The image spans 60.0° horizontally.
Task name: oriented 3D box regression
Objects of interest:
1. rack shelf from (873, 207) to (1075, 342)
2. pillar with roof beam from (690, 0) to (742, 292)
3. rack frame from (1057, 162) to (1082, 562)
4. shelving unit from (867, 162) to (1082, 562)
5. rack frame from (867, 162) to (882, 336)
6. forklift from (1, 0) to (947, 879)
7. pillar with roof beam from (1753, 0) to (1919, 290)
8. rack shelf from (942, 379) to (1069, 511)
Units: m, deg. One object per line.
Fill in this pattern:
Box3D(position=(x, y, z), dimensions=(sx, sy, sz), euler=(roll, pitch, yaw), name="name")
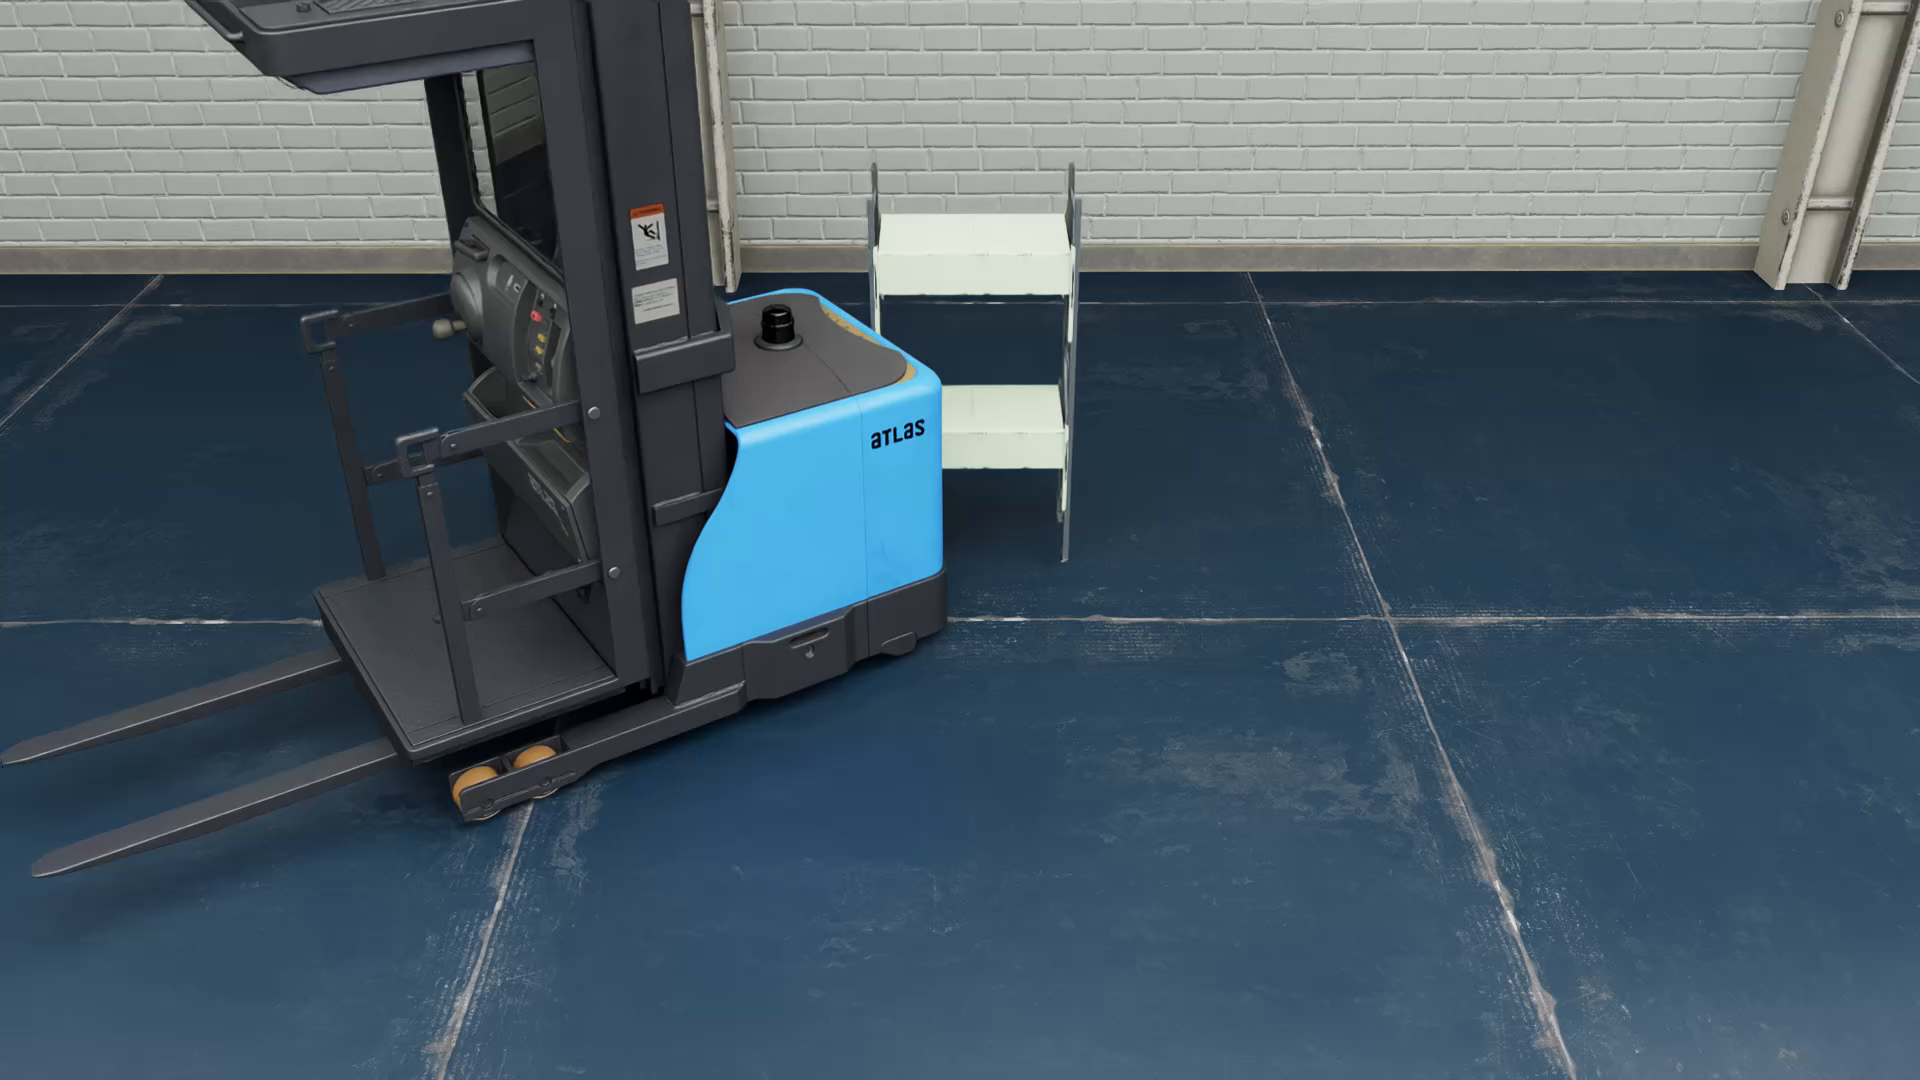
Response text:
Box3D(position=(0.050, -0.990, 6.183), dimensions=(0.720, 0.370, 0.431), euler=(0, 31, 0), name="rack shelf")
Box3D(position=(-1.379, -3.028, 3.066), dimensions=(0.400, 9.000, 9.100), euler=(0, 31, 0), name="pillar with roof beam")
Box3D(position=(0.416, -0.657, 6.388), dimensions=(0.023, 1.500, 0.400), euler=(0, 31, 0), name="rack frame")
Box3D(position=(0.050, -0.656, 6.386), dimensions=(0.755, 1.500, 0.431), euler=(0, 31, 0), name="shelving unit")
Box3D(position=(-0.316, -0.655, 6.384), dimensions=(0.023, 1.500, 0.400), euler=(0, 31, 0), name="rack frame")
Box3D(position=(-1.559, -0.677, 5.040), dimensions=(3.031, 2.935, 1.130), euler=(-19, 36, -28), name="forklift")
Box3D(position=(4.621, -3.047, 3.097), dimensions=(0.400, 9.000, 9.100), euler=(0, 31, 0), name="pillar with roof beam")
Box3D(position=(0.050, -0.378, 6.555), dimensions=(0.720, 0.370, 0.431), euler=(0, 31, 0), name="rack shelf")
